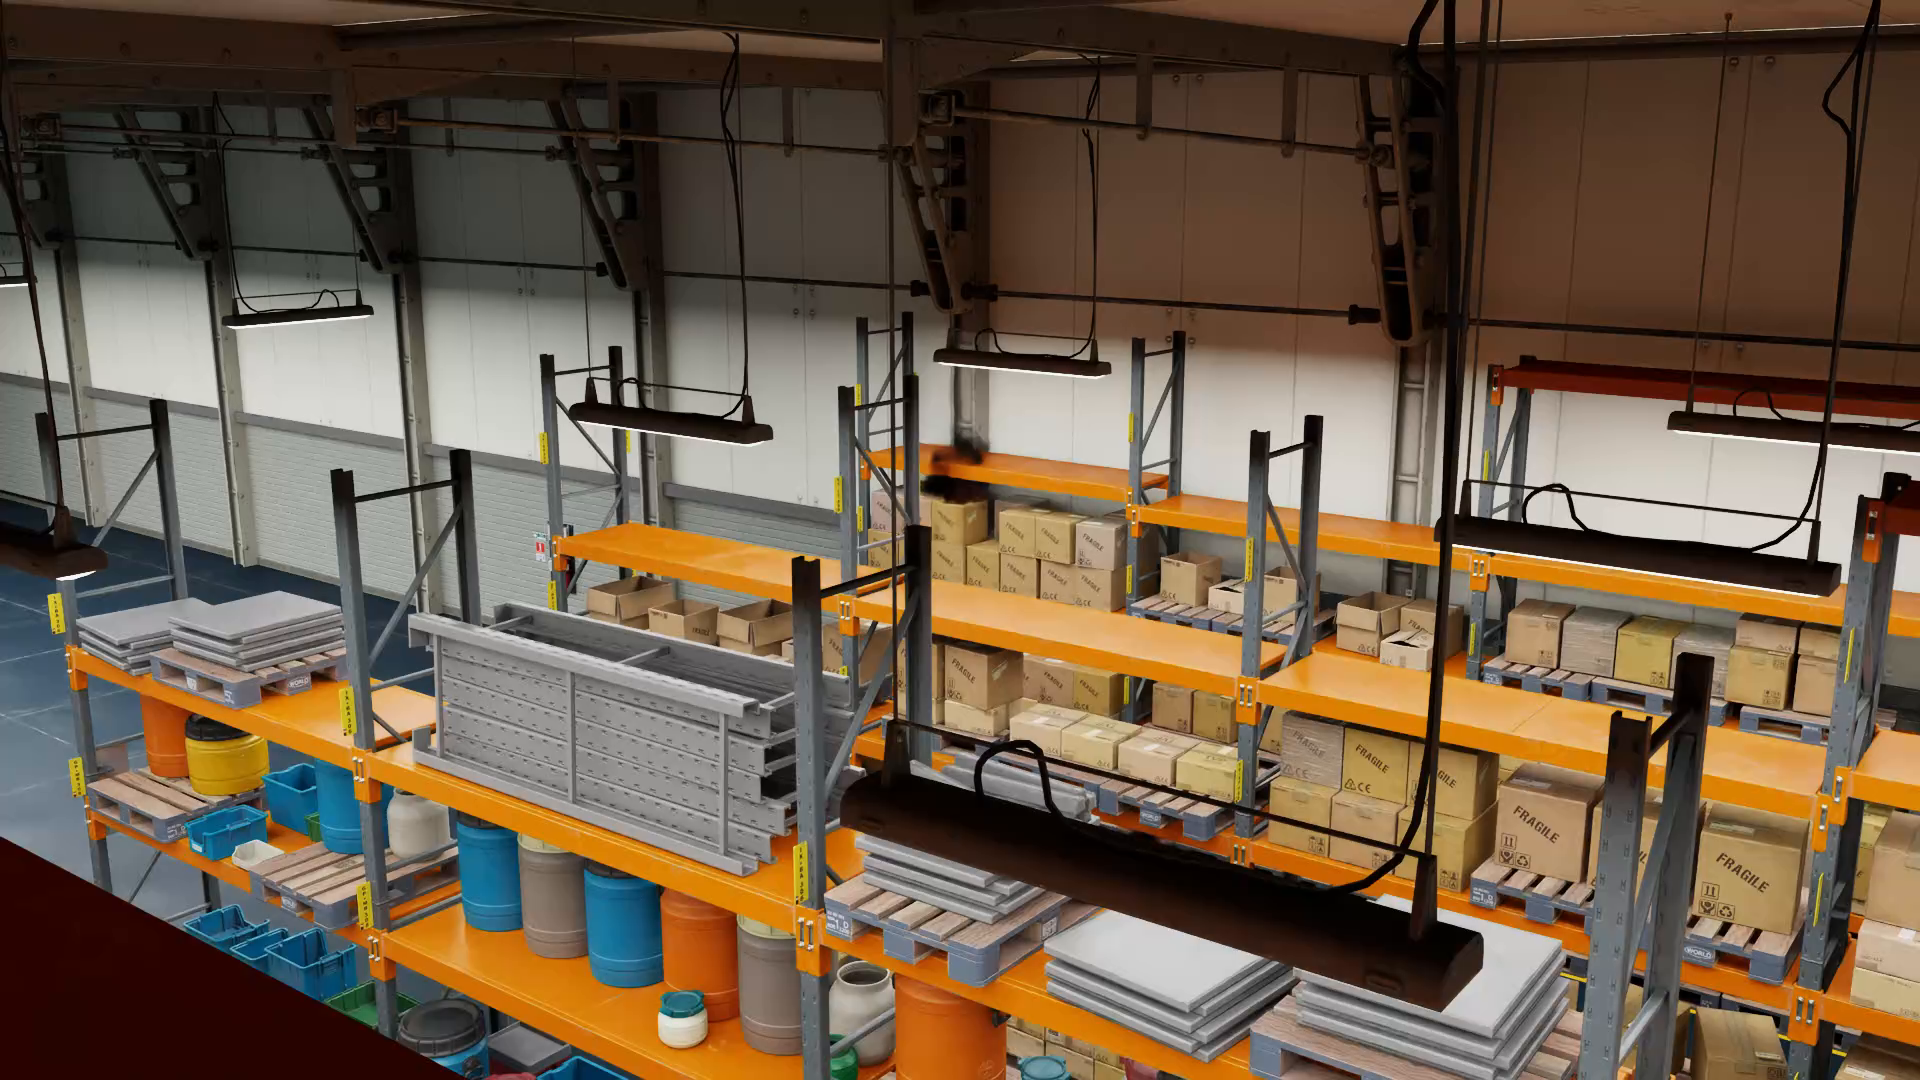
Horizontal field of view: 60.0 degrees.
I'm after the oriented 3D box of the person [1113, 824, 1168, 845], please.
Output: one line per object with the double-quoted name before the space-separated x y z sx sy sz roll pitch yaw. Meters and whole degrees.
"person" 1.890 3.355 16.895 0.776 1.826 0.685 6 14 25
